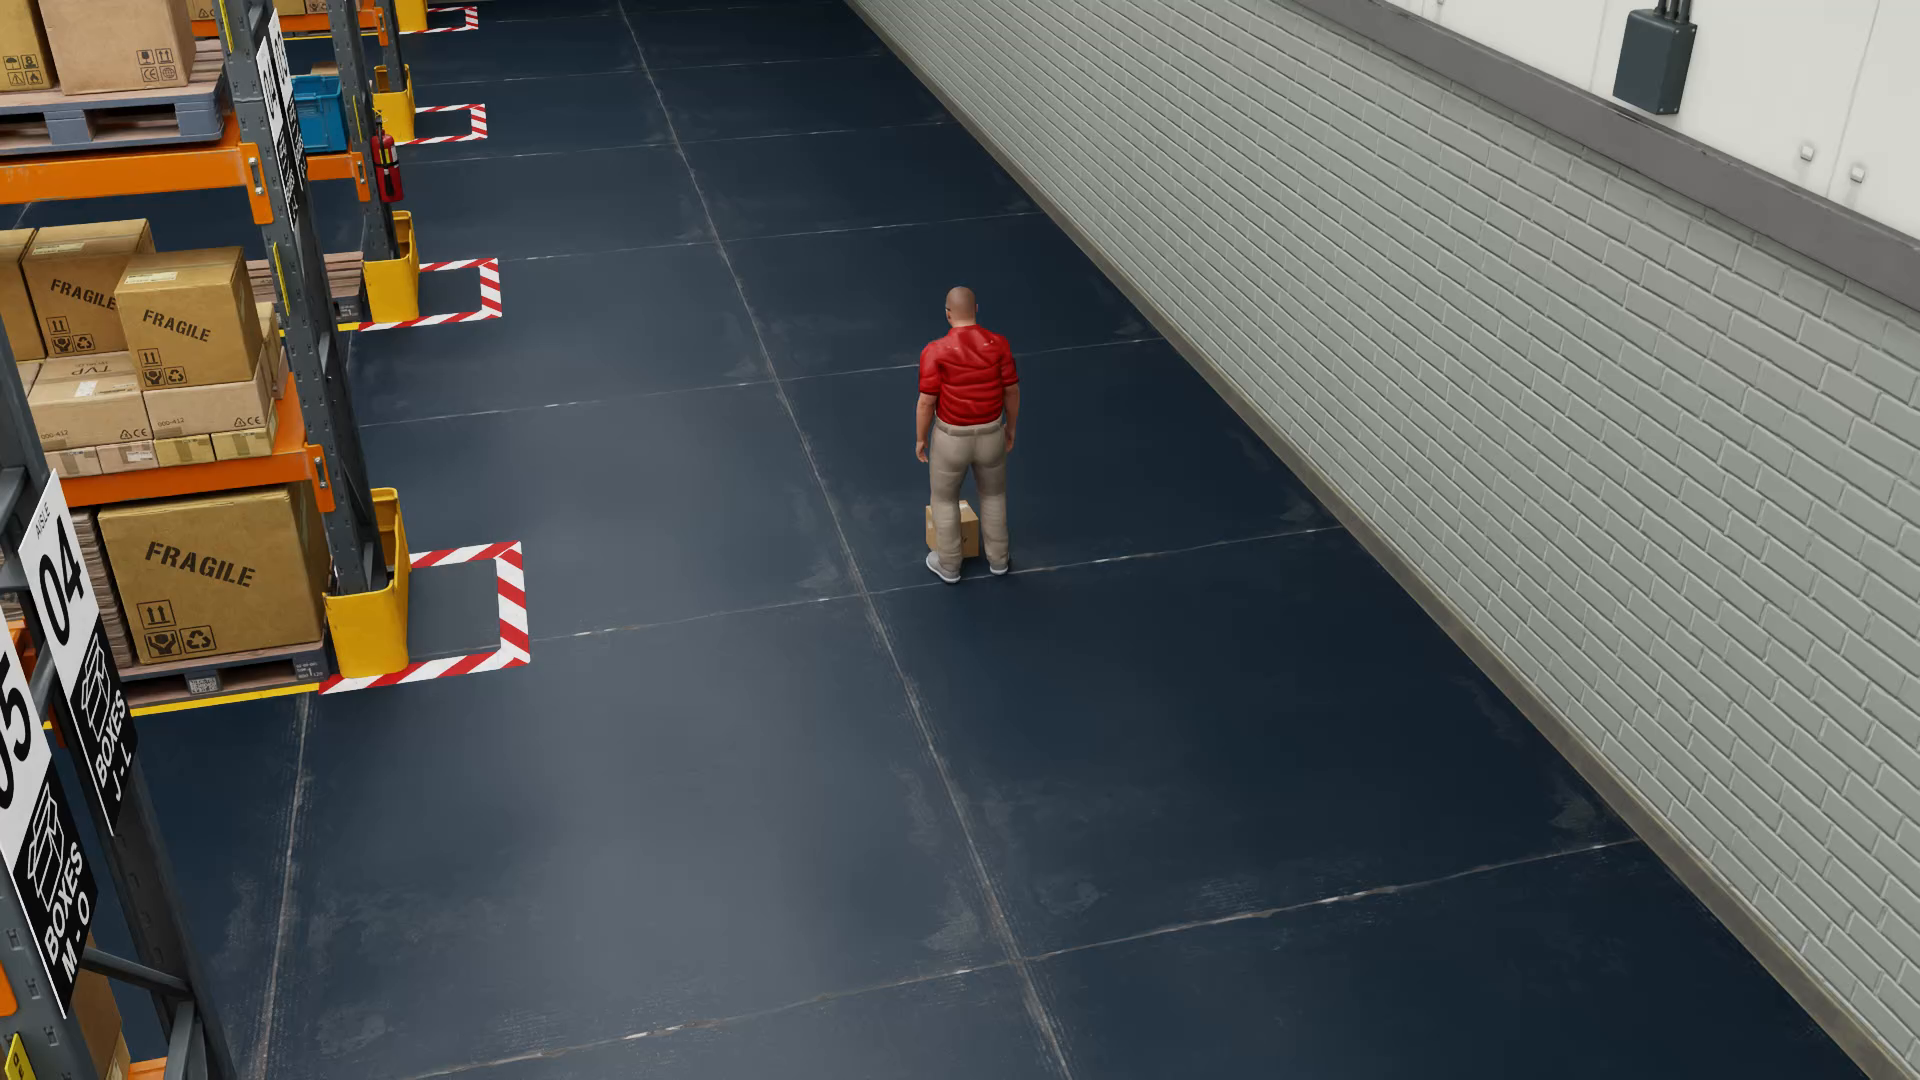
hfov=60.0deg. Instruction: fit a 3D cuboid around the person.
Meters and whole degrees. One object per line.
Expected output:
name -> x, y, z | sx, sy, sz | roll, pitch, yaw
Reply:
person -> 0.039, -0.574, 9.244 | 0.586, 1.727, 0.395 | -8, 31, -13
